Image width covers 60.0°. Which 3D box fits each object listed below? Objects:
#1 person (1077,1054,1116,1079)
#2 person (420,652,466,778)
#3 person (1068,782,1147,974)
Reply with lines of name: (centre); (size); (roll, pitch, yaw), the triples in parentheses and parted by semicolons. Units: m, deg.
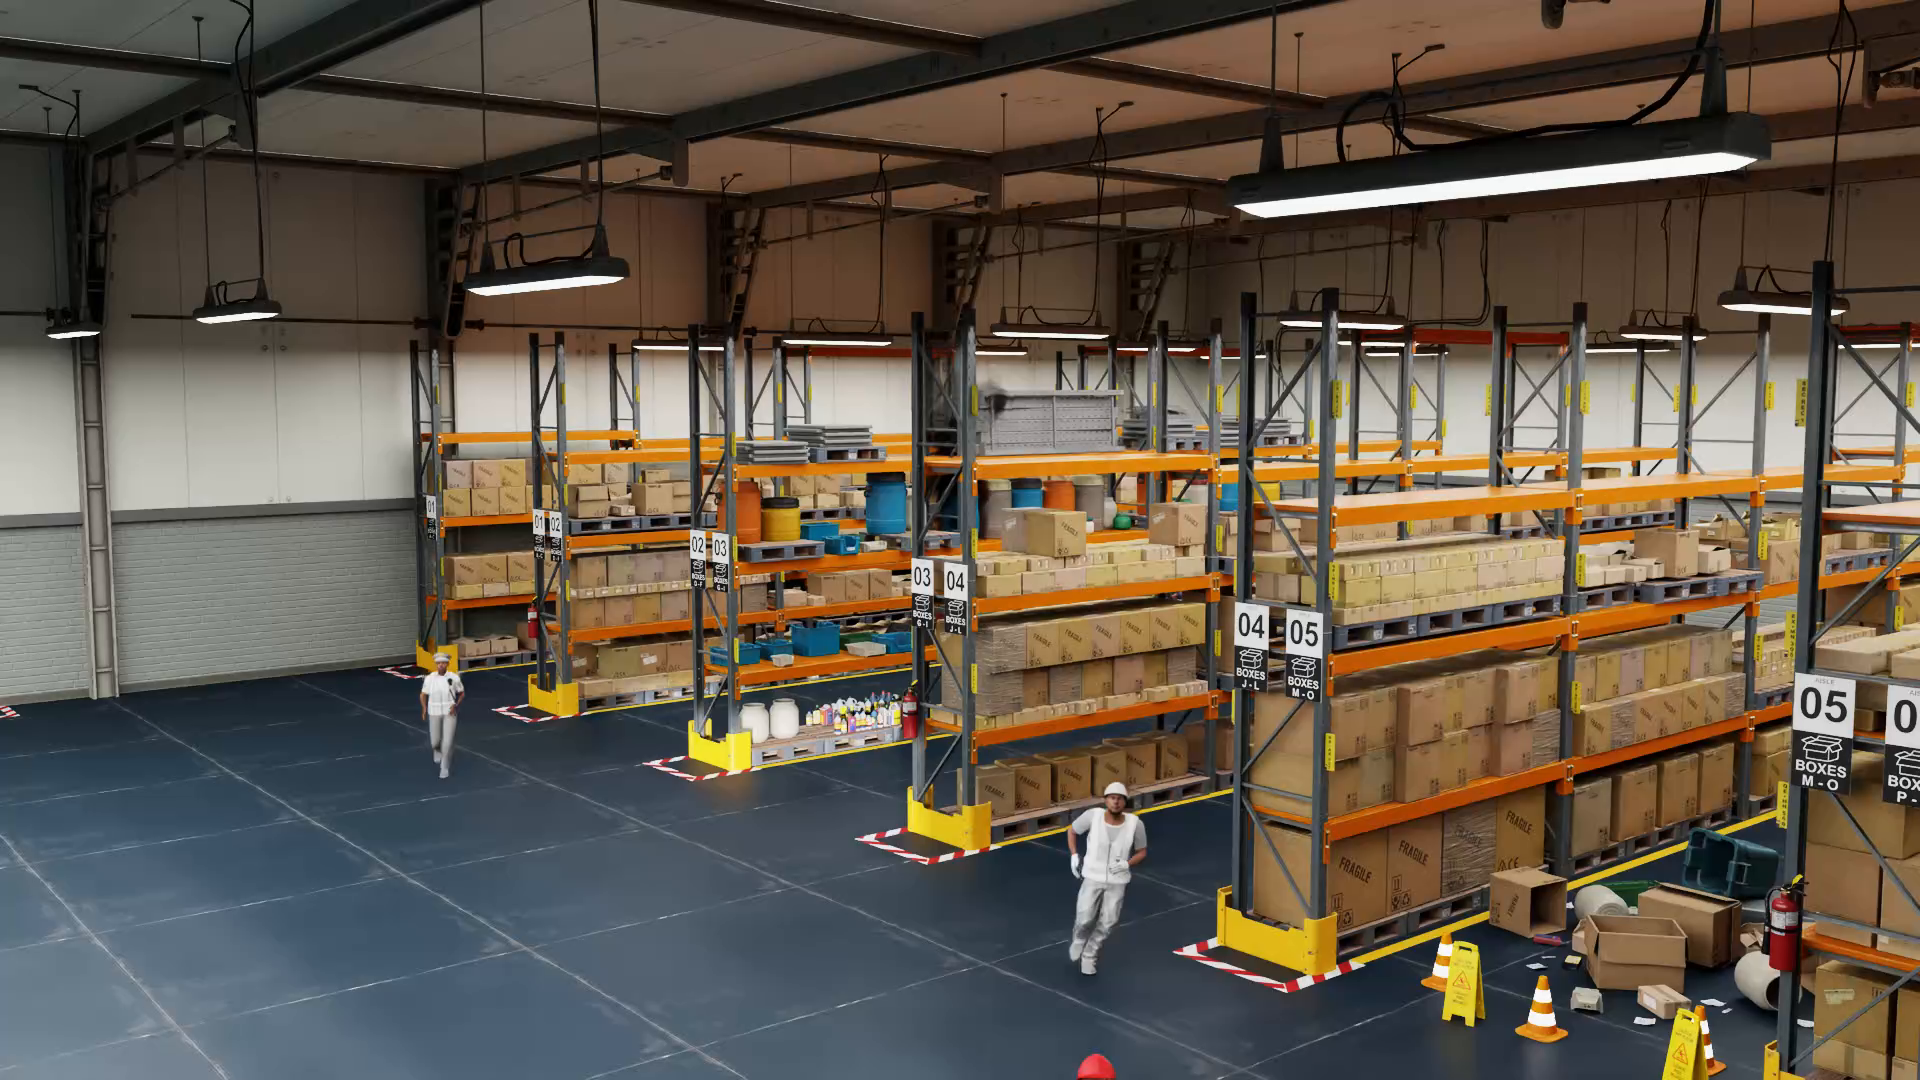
person: (0.698, 3.509, 8.593); (0.658, 1.738, 0.601); (0, 5, 5)
person: (-6.877, 2.307, 22.121); (0.582, 1.662, 0.558); (-1, 5, -13)
person: (1.294, 2.963, 14.562); (0.691, 1.698, 0.531); (0, 5, 1)
